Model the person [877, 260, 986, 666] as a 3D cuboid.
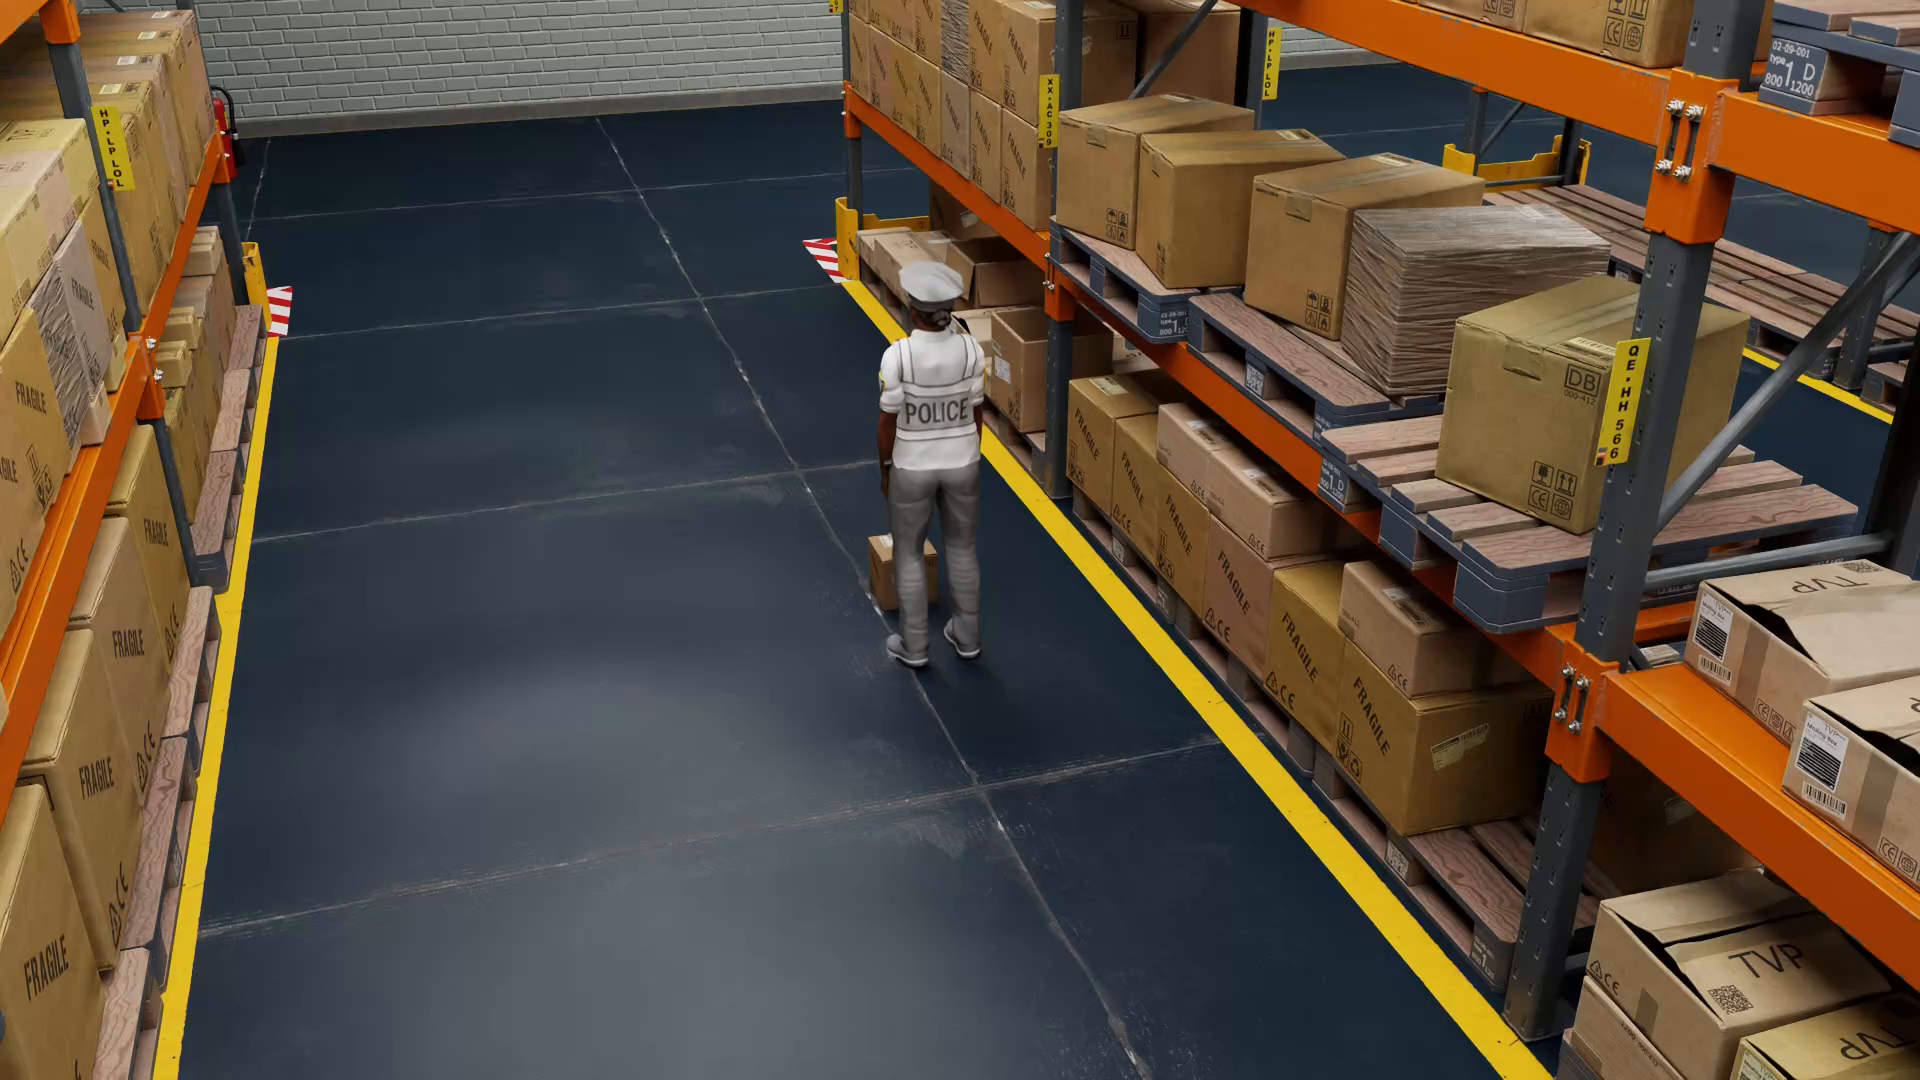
[{"bbox_3d":[-0.123,-0.286,6.686,0.436,1.697,0.339,-7,27,-14],"label":"person"}]
